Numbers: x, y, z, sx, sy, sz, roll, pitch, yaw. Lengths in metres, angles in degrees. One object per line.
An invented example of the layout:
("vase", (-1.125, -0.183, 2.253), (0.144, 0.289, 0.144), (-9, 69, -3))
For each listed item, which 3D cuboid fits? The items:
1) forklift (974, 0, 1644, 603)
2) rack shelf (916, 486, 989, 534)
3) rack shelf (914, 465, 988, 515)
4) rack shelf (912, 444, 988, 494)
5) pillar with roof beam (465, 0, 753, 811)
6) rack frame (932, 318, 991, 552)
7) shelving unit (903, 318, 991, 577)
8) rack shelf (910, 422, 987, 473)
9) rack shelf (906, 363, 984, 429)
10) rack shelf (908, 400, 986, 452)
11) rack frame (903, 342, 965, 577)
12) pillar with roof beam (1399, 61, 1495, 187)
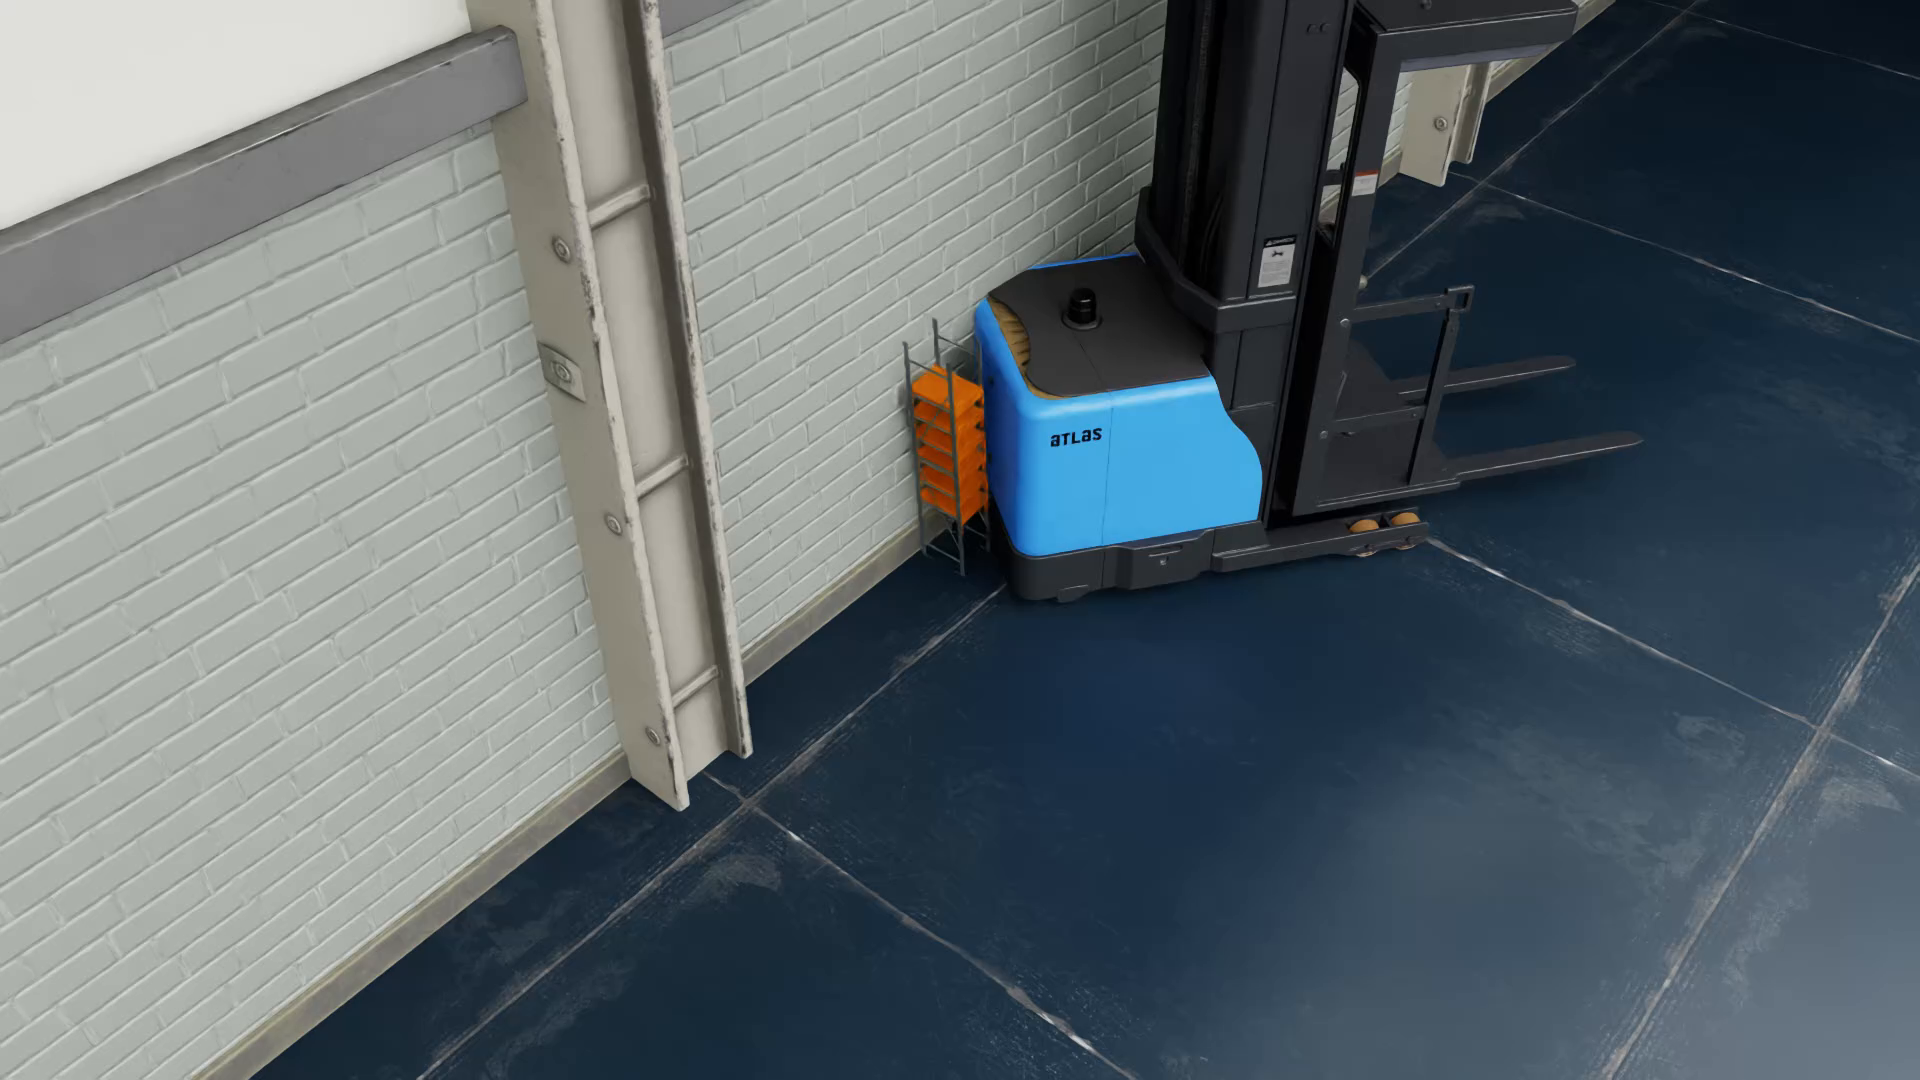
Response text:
("forklift", (1.579, -1.348, 6.736), (3.031, 2.935, 1.130), (-9, 43, -10))
("rack shelf", (-0.031, -0.163, 7.131), (0.258, 0.103, 0.180), (28, 54, 27))
("rack shelf", (-0.036, -0.246, 7.045), (0.258, 0.103, 0.180), (28, 54, 27))
("rack shelf", (-0.042, -0.330, 6.959), (0.258, 0.103, 0.180), (28, 54, 27))
("pillar with roof beam", (2.244, -0.603, 1.406), (9.100, 9.000, 0.400), (29, 50, 28))
("rack frame", (0.013, -0.414, 6.975), (0.240, 1.200, 0.006), (28, 54, 27))
("shelving unit", (-0.044, -0.361, 6.927), (0.258, 1.200, 0.189), (28, 54, 27))
("rack shelf", (-0.047, -0.413, 6.873), (0.258, 0.103, 0.180), (28, 54, 27))
("rack shelf", (-0.058, -0.580, 6.701), (0.258, 0.103, 0.180), (28, 54, 27))
("rack shelf", (-0.053, -0.497, 6.787), (0.258, 0.103, 0.180), (28, 54, 27))
("rack frame", (-0.101, -0.307, 6.879), (0.240, 1.200, 0.006), (28, 54, 27))
("pillar with roof beam", (6.105, -3.692, 4.804), (9.100, 9.000, 0.400), (29, 50, 28))
